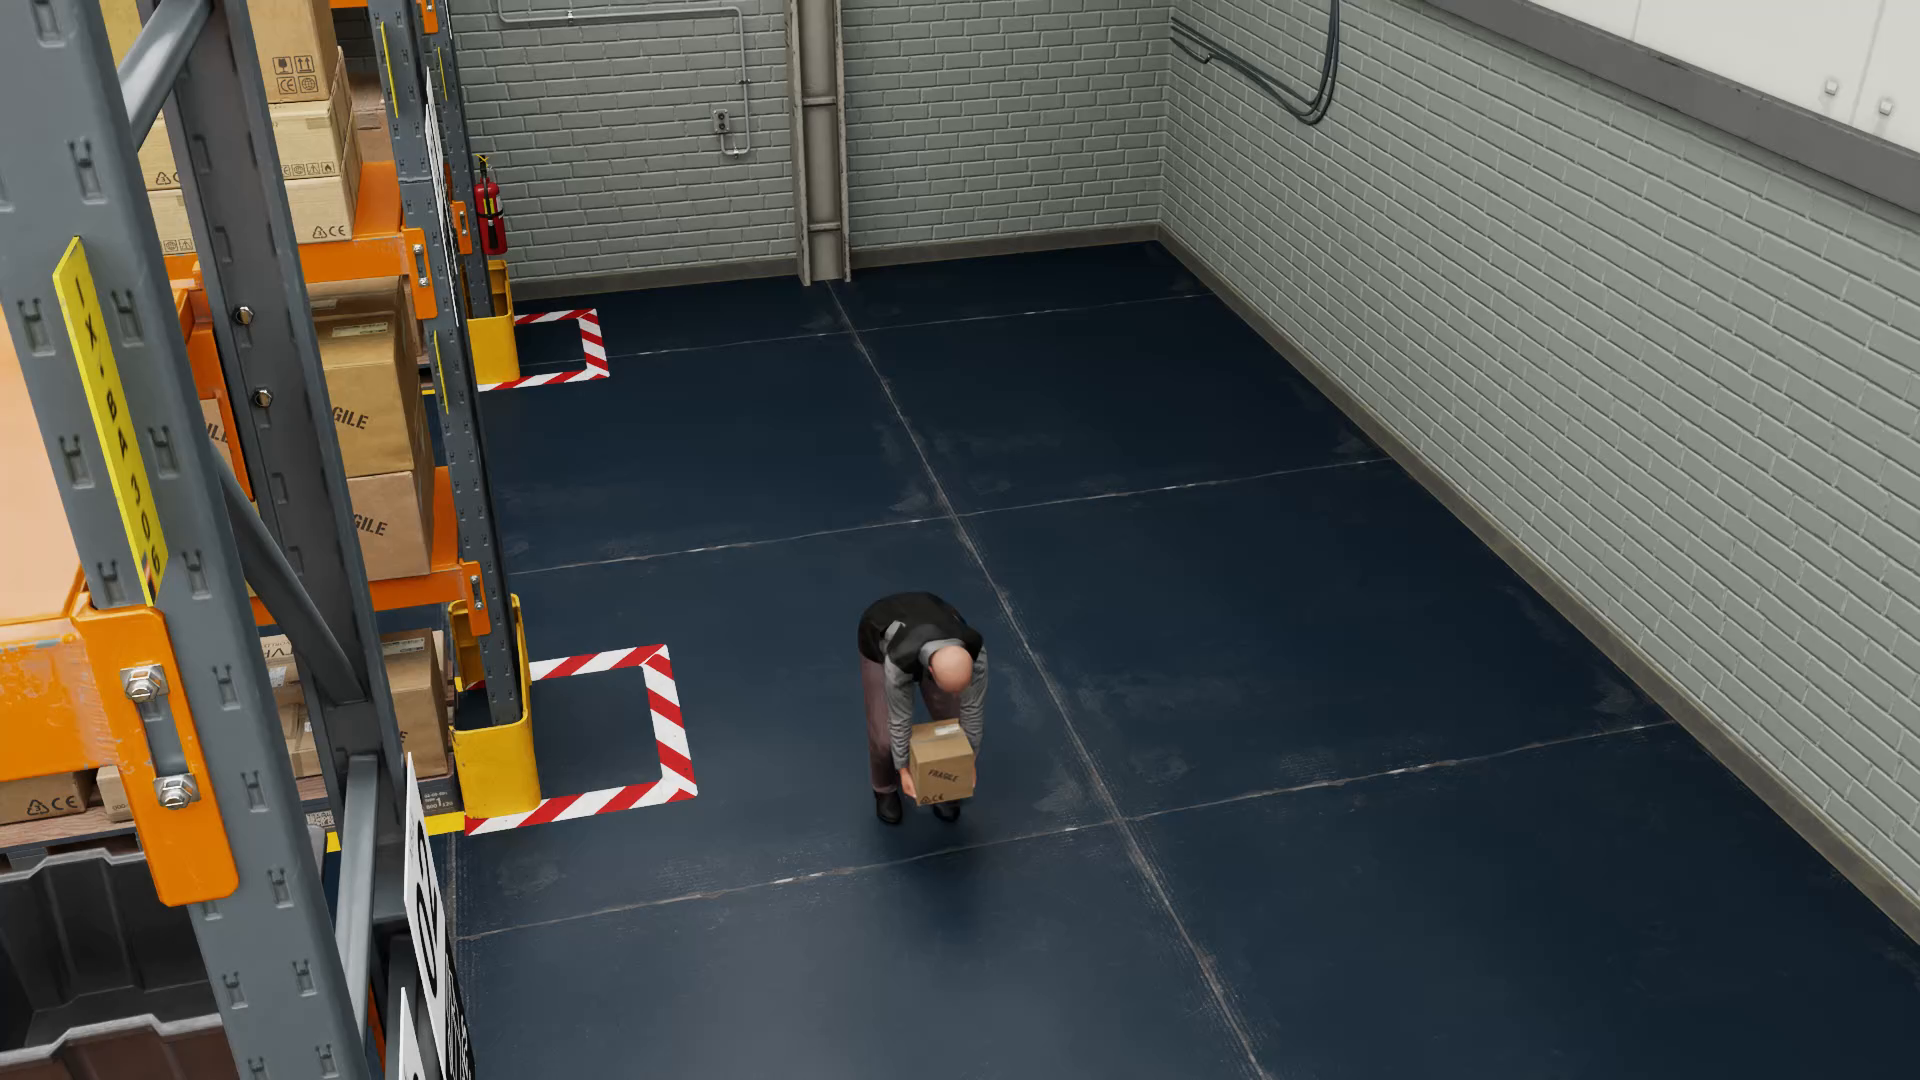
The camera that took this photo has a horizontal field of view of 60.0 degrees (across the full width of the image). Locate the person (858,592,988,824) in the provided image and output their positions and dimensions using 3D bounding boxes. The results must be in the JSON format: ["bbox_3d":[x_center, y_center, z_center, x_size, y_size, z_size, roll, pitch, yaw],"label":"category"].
[{"bbox_3d":[-0.151,0.801,7.395,0.478,1.208,0.924,-9,31,-15],"label":"person"}]
